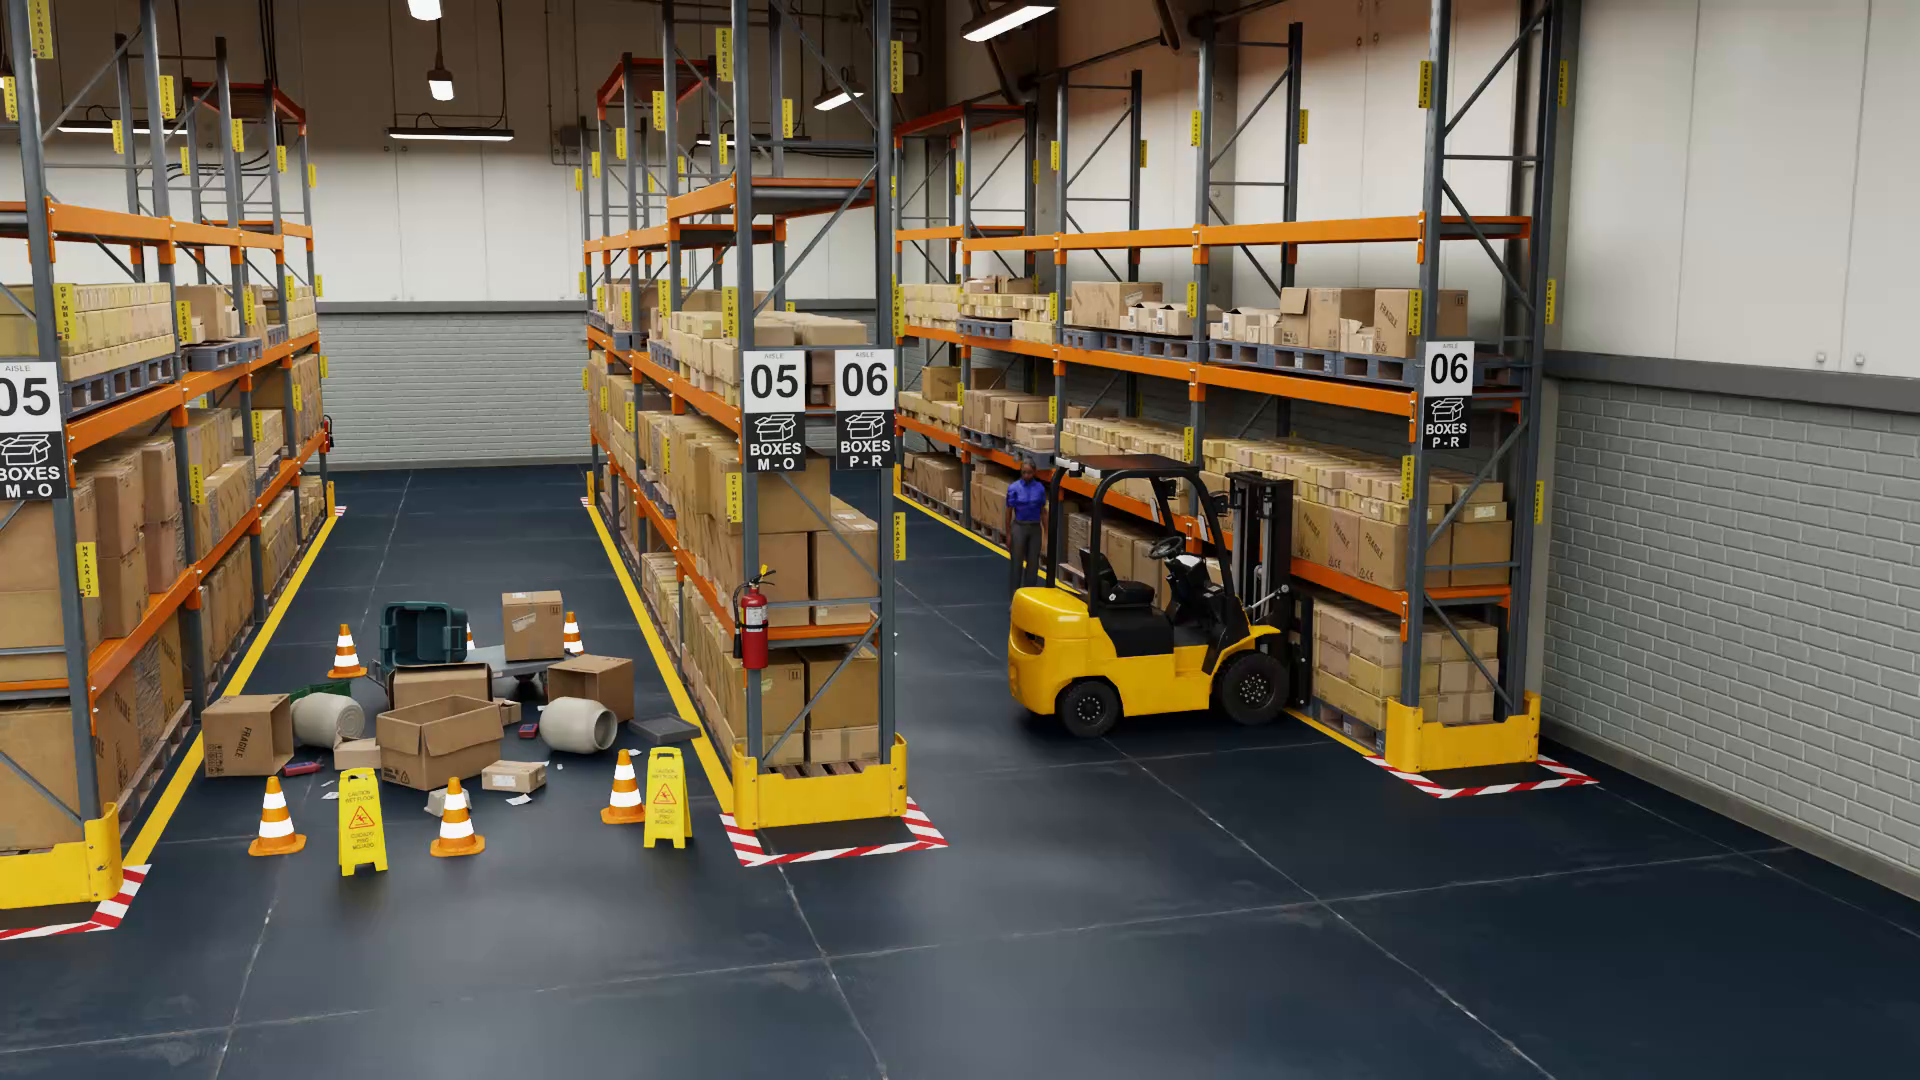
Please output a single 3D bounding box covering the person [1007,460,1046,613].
[{"bbox_3d":[0.734,-0.042,18.141,0.437,1.661,0.308,-3,10,-16],"label":"person"}]
